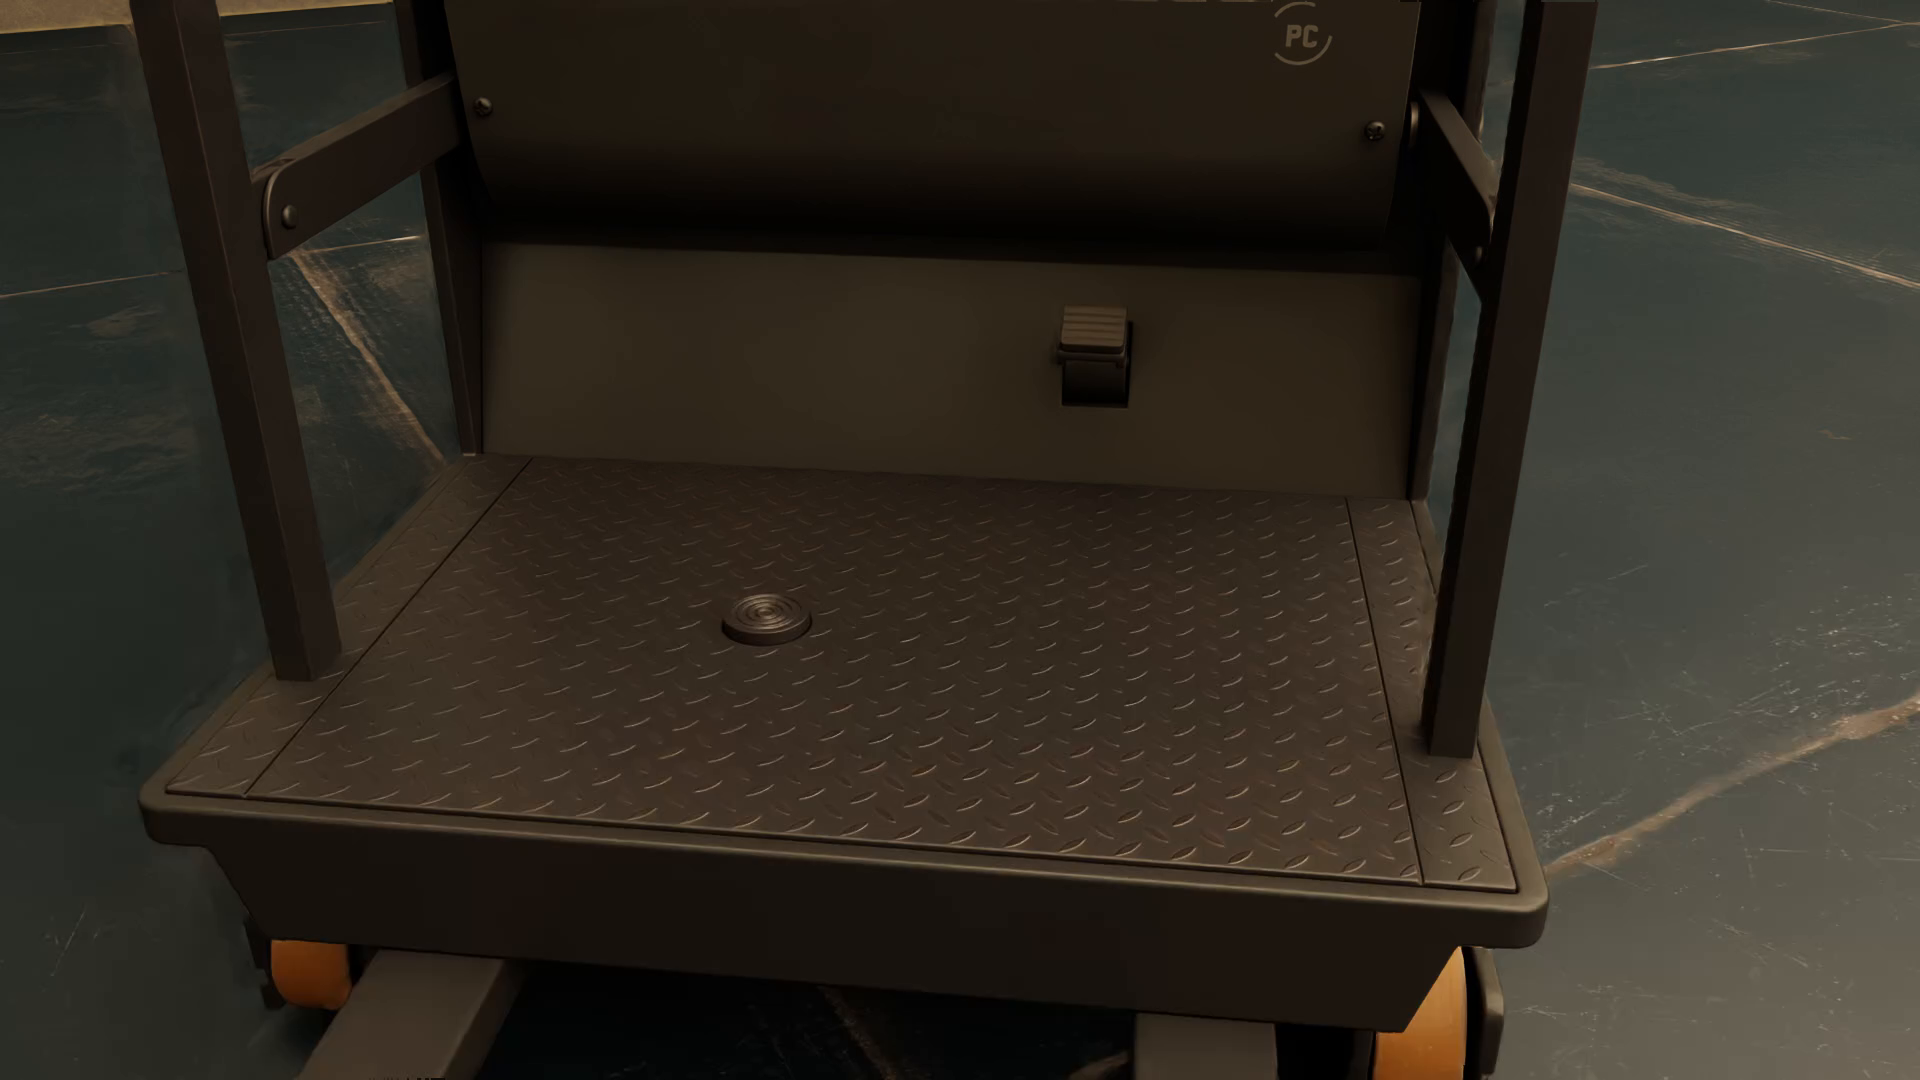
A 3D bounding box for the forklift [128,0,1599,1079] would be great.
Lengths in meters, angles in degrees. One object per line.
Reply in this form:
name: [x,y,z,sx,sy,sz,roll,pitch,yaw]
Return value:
forklift: [-0.058,-0.966,1.164,1.130,2.935,3.031,3,27,6]
